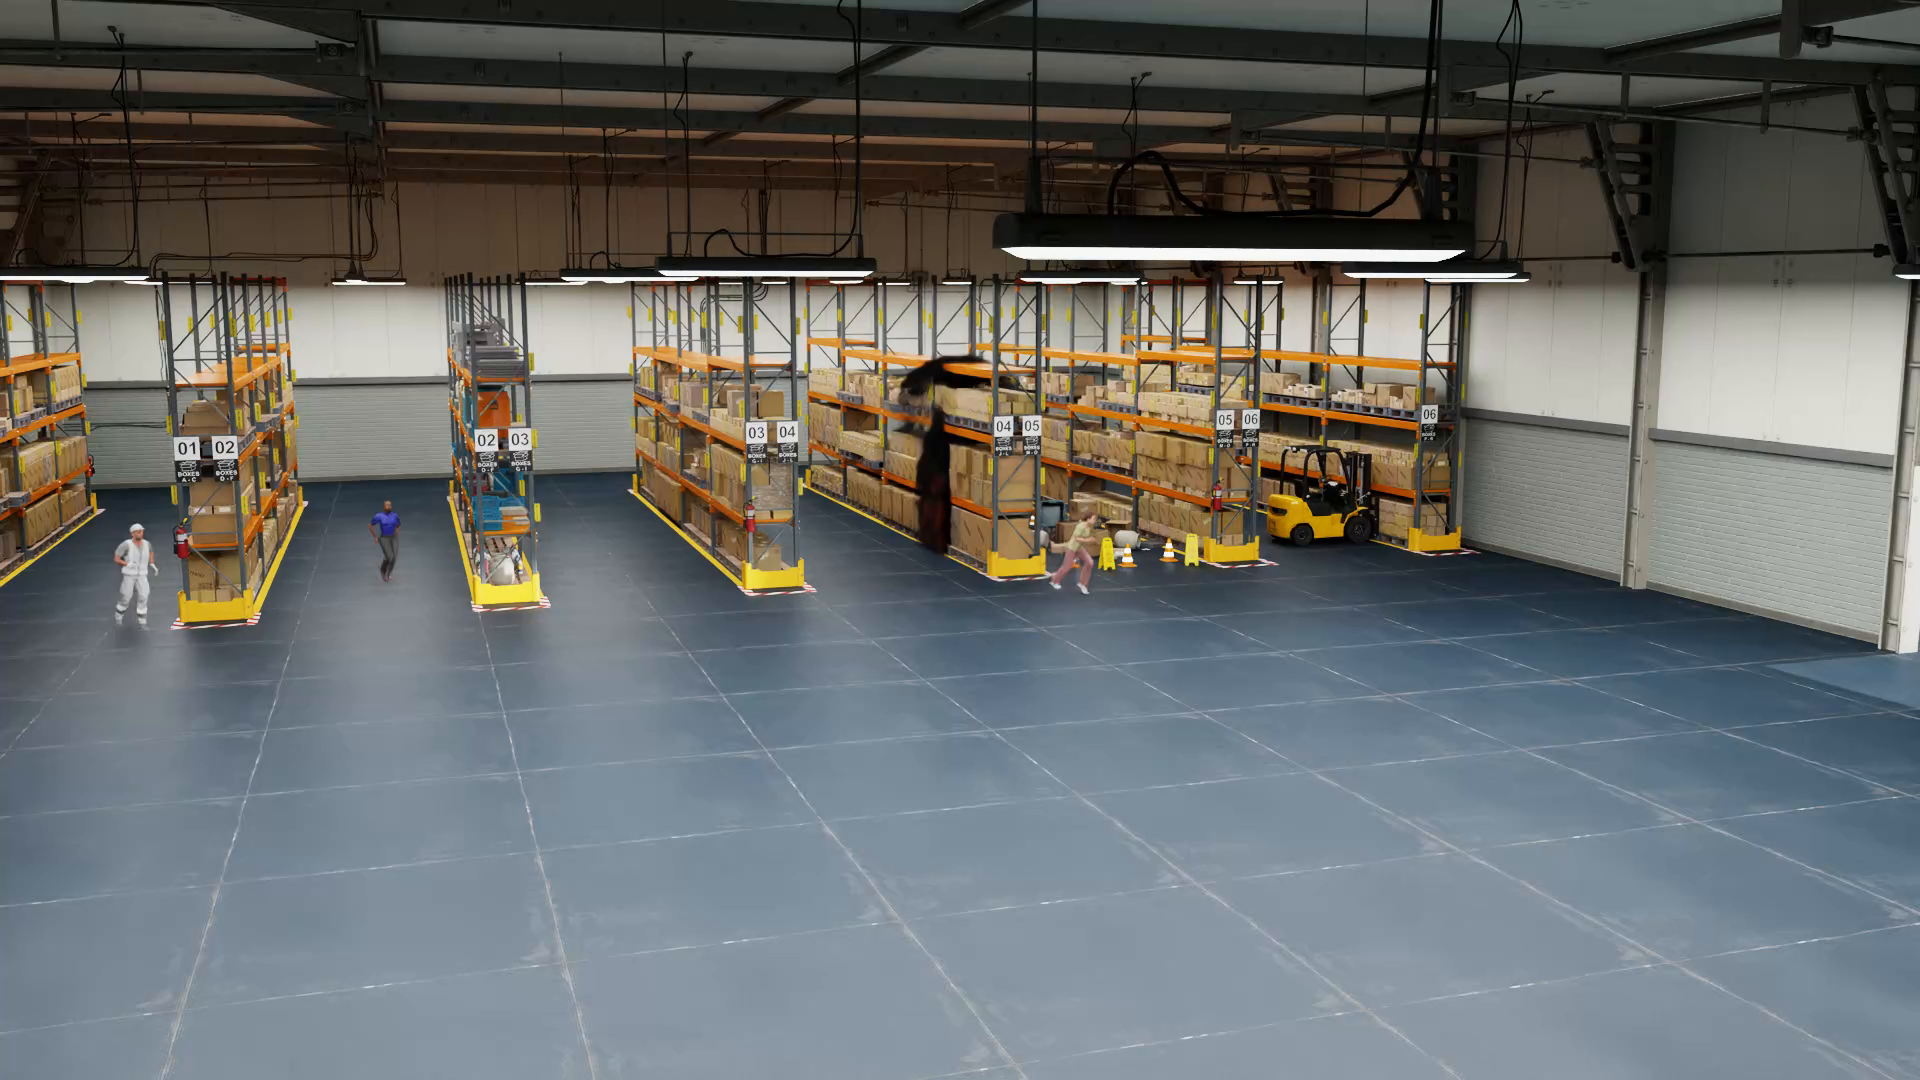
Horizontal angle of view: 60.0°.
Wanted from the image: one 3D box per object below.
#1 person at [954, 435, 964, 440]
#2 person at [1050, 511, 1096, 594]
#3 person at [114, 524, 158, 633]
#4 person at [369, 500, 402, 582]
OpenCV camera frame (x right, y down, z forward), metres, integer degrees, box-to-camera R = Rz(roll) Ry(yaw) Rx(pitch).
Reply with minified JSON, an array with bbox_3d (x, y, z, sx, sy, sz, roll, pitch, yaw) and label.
[{"bbox_3d":[0.019,-2.824,51.283,0.878,1.698,0.604,-1,9,-4],"label":"person"},{"bbox_3d":[2.157,0.230,31.503,0.951,1.608,0.614,4,10,27],"label":"person"},{"bbox_3d":[-13.876,0.617,28.060,0.889,1.797,0.714,8,11,41],"label":"person"},{"bbox_3d":[-11.146,0.073,32.457,0.552,1.527,0.628,-8,12,-42],"label":"person"}]
